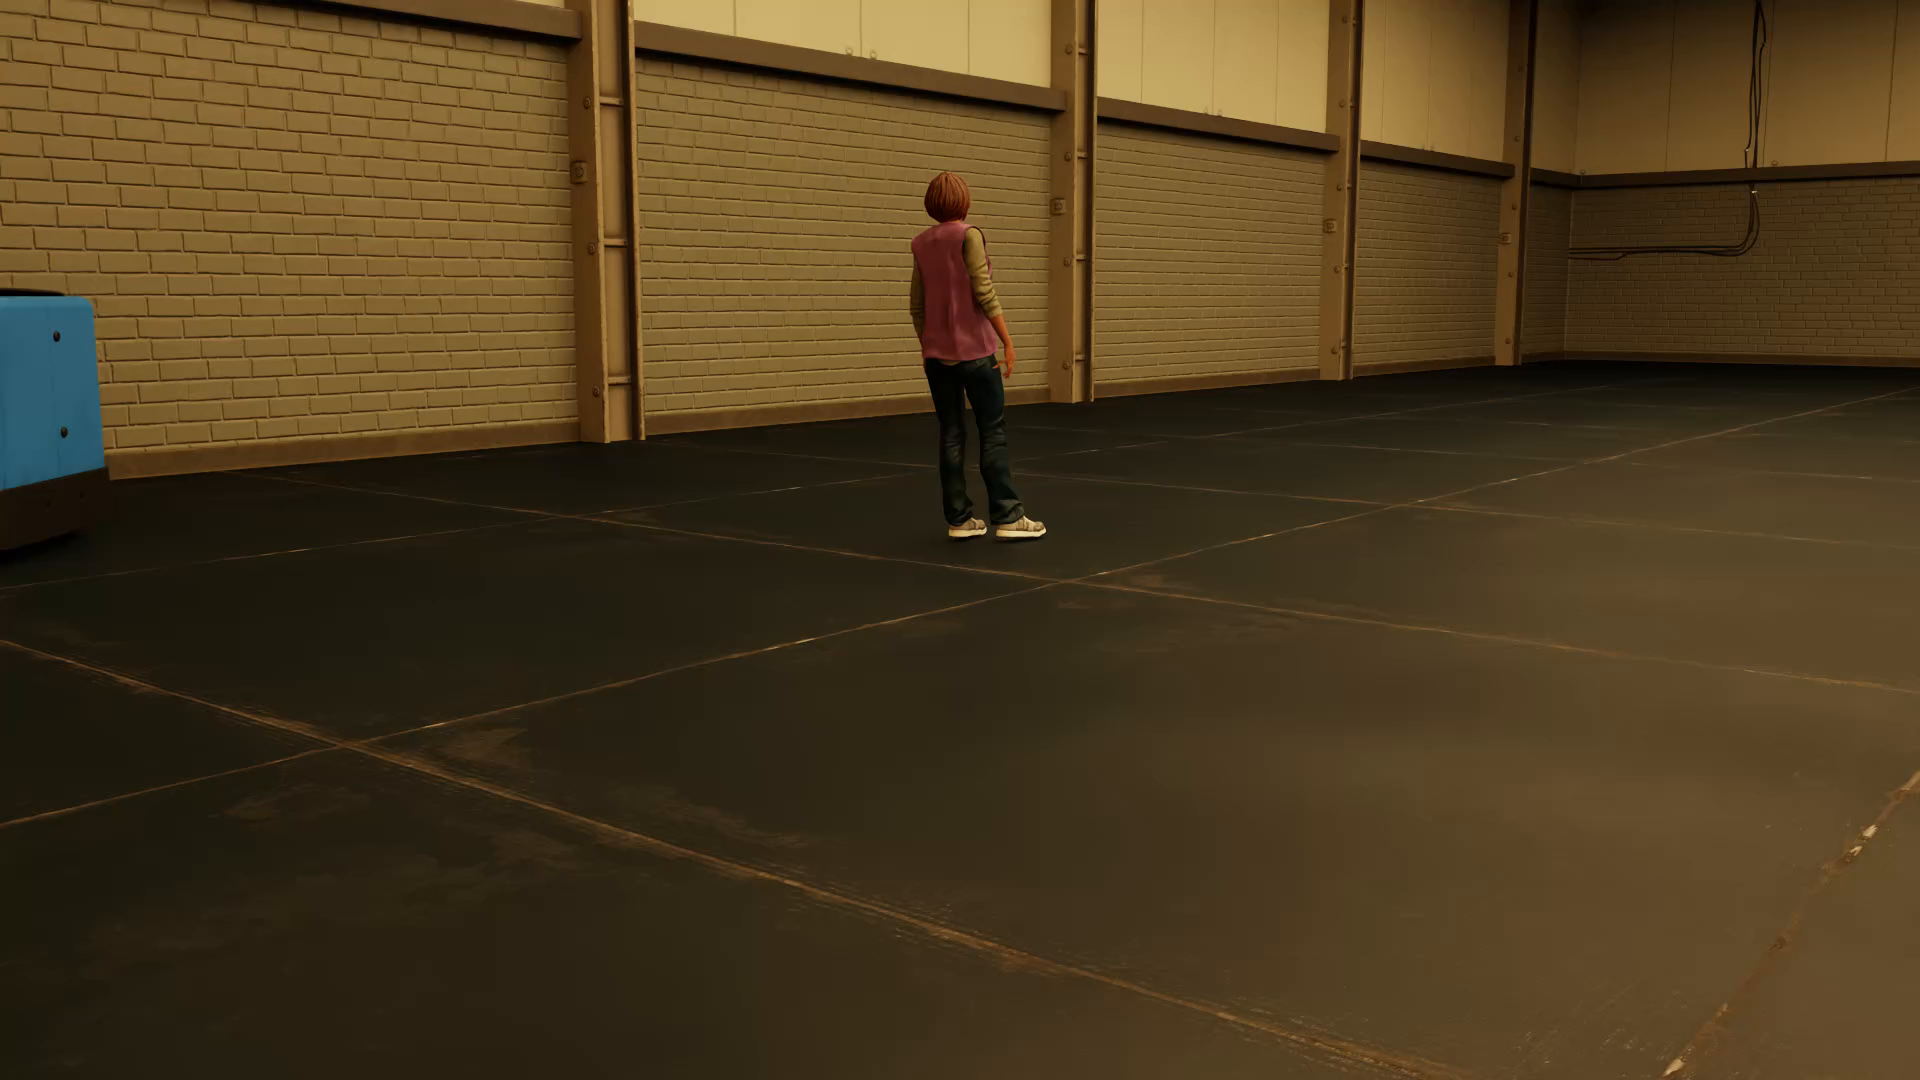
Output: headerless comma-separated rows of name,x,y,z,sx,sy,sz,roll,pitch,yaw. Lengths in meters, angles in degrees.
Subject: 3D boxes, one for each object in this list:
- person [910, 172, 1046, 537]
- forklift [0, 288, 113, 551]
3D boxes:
person,0.058,-0.801,7.338,0.521,1.592,0.473,7,11,38
forklift,-5.322,-1.393,6.799,3.031,2.935,1.130,-1,8,-4
